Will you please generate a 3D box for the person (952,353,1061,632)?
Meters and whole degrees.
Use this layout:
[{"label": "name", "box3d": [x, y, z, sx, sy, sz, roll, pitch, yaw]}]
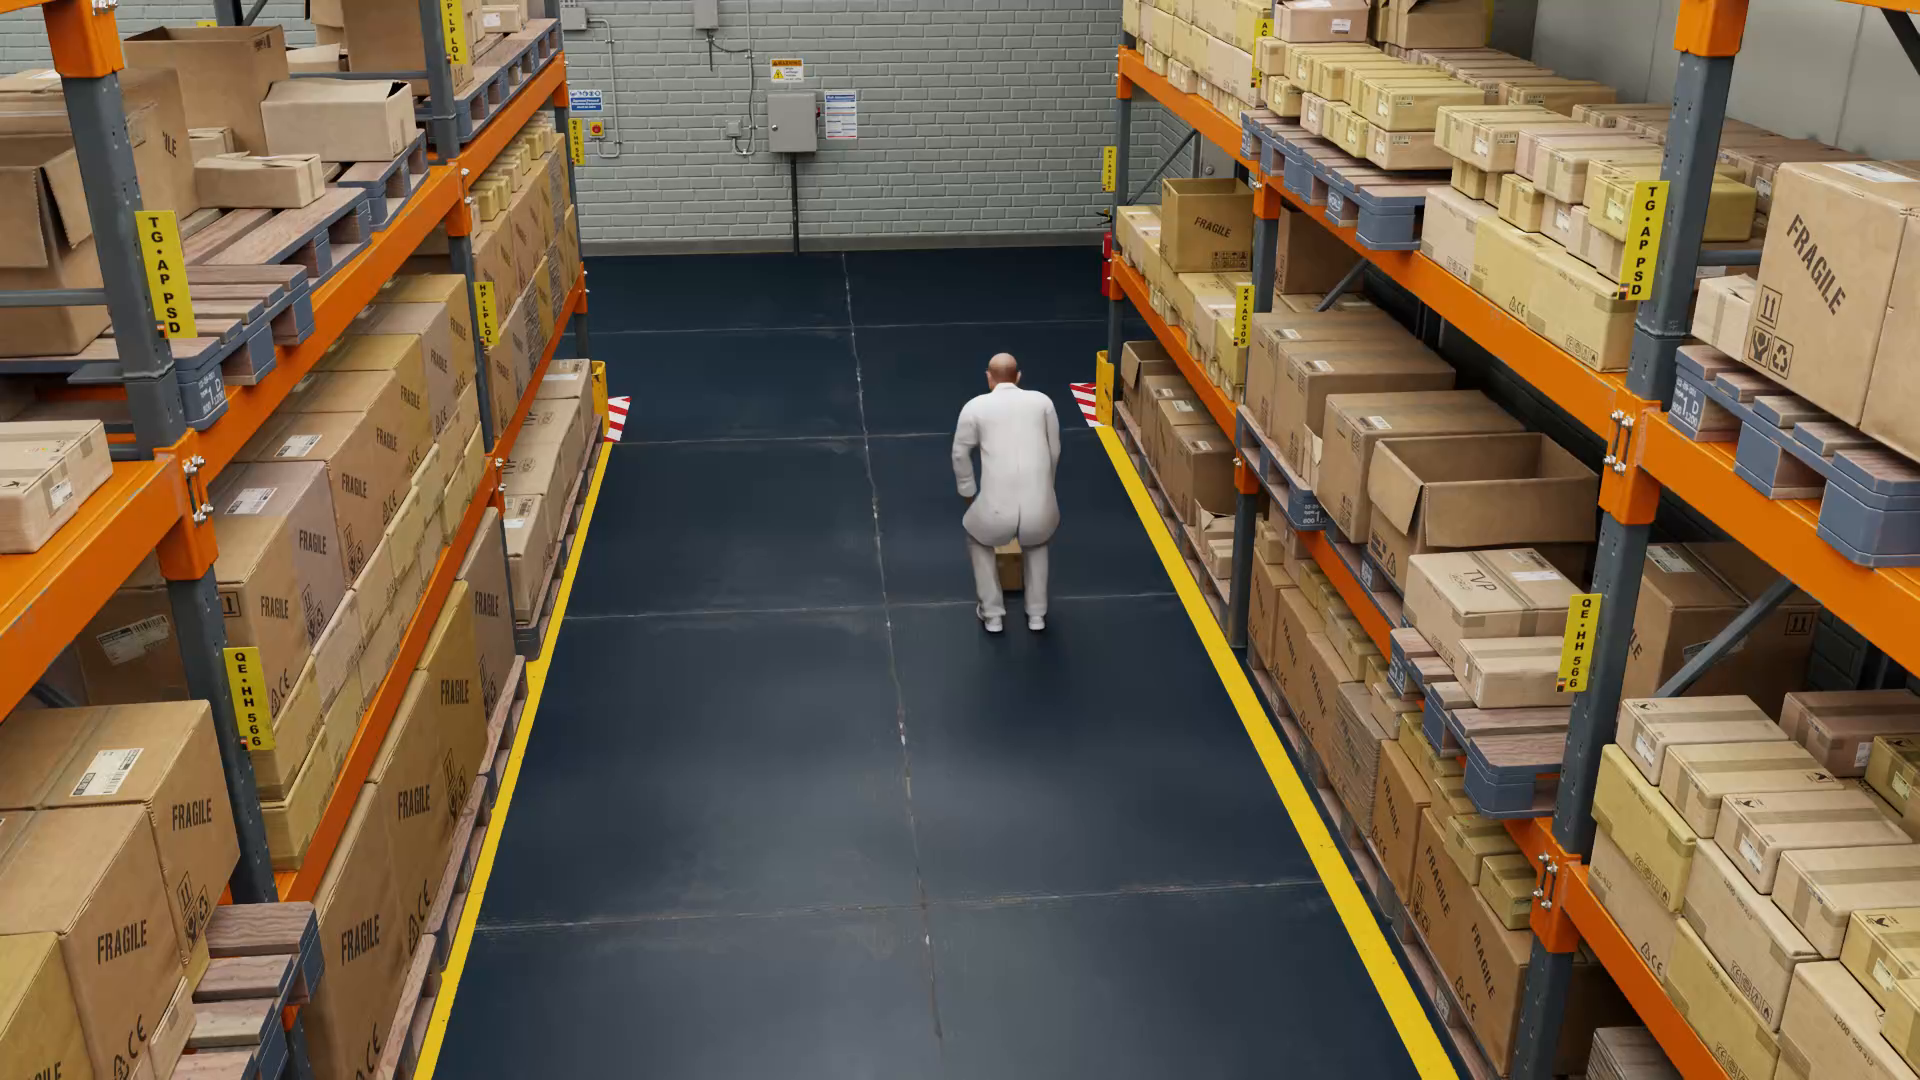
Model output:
[{"label": "person", "box3d": [0.269, -0.254, 9.484, 0.626, 1.564, 0.613, -2, 23, -5]}]
